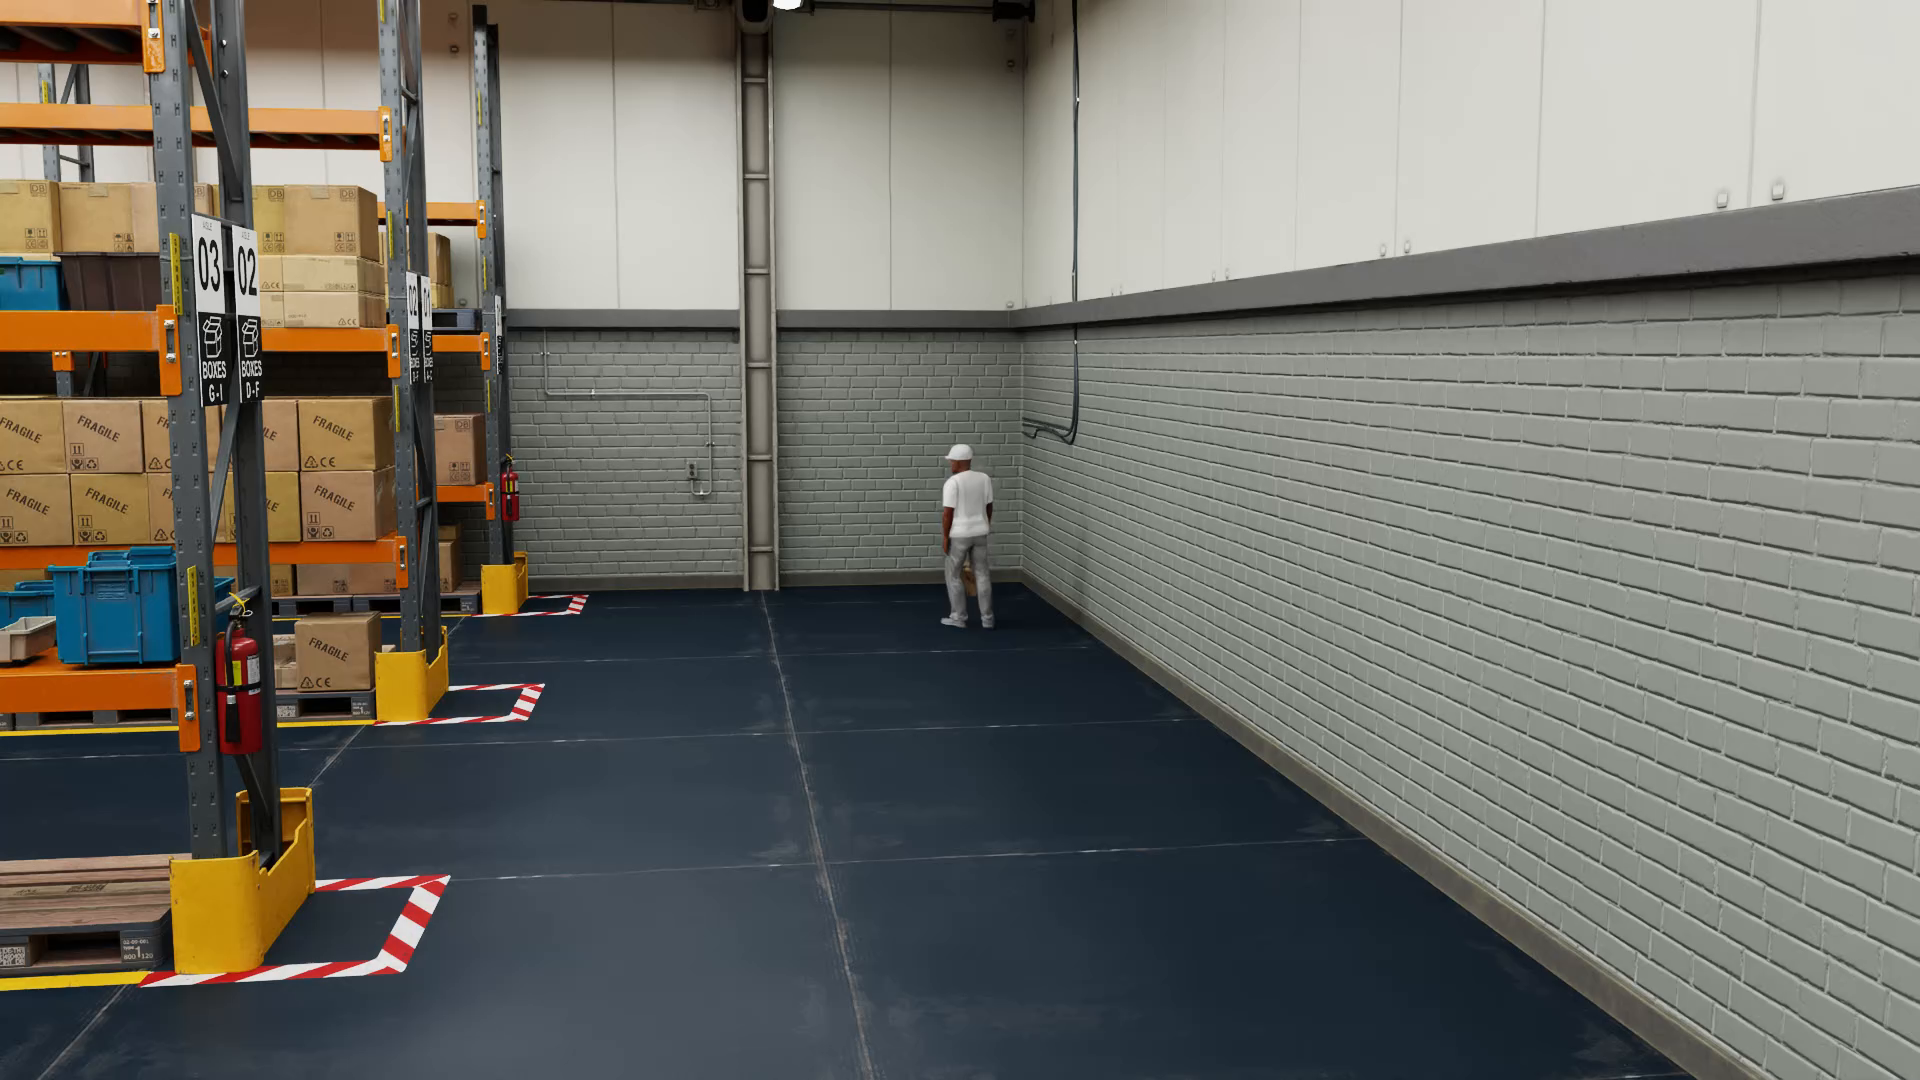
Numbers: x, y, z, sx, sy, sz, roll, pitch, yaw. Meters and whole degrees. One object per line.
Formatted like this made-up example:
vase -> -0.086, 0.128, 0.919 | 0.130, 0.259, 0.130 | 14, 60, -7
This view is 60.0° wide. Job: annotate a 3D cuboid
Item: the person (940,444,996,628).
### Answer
person -> 0.064, -0.035, 15.939 | 0.577, 1.761, 0.558 | -4, 8, -33
